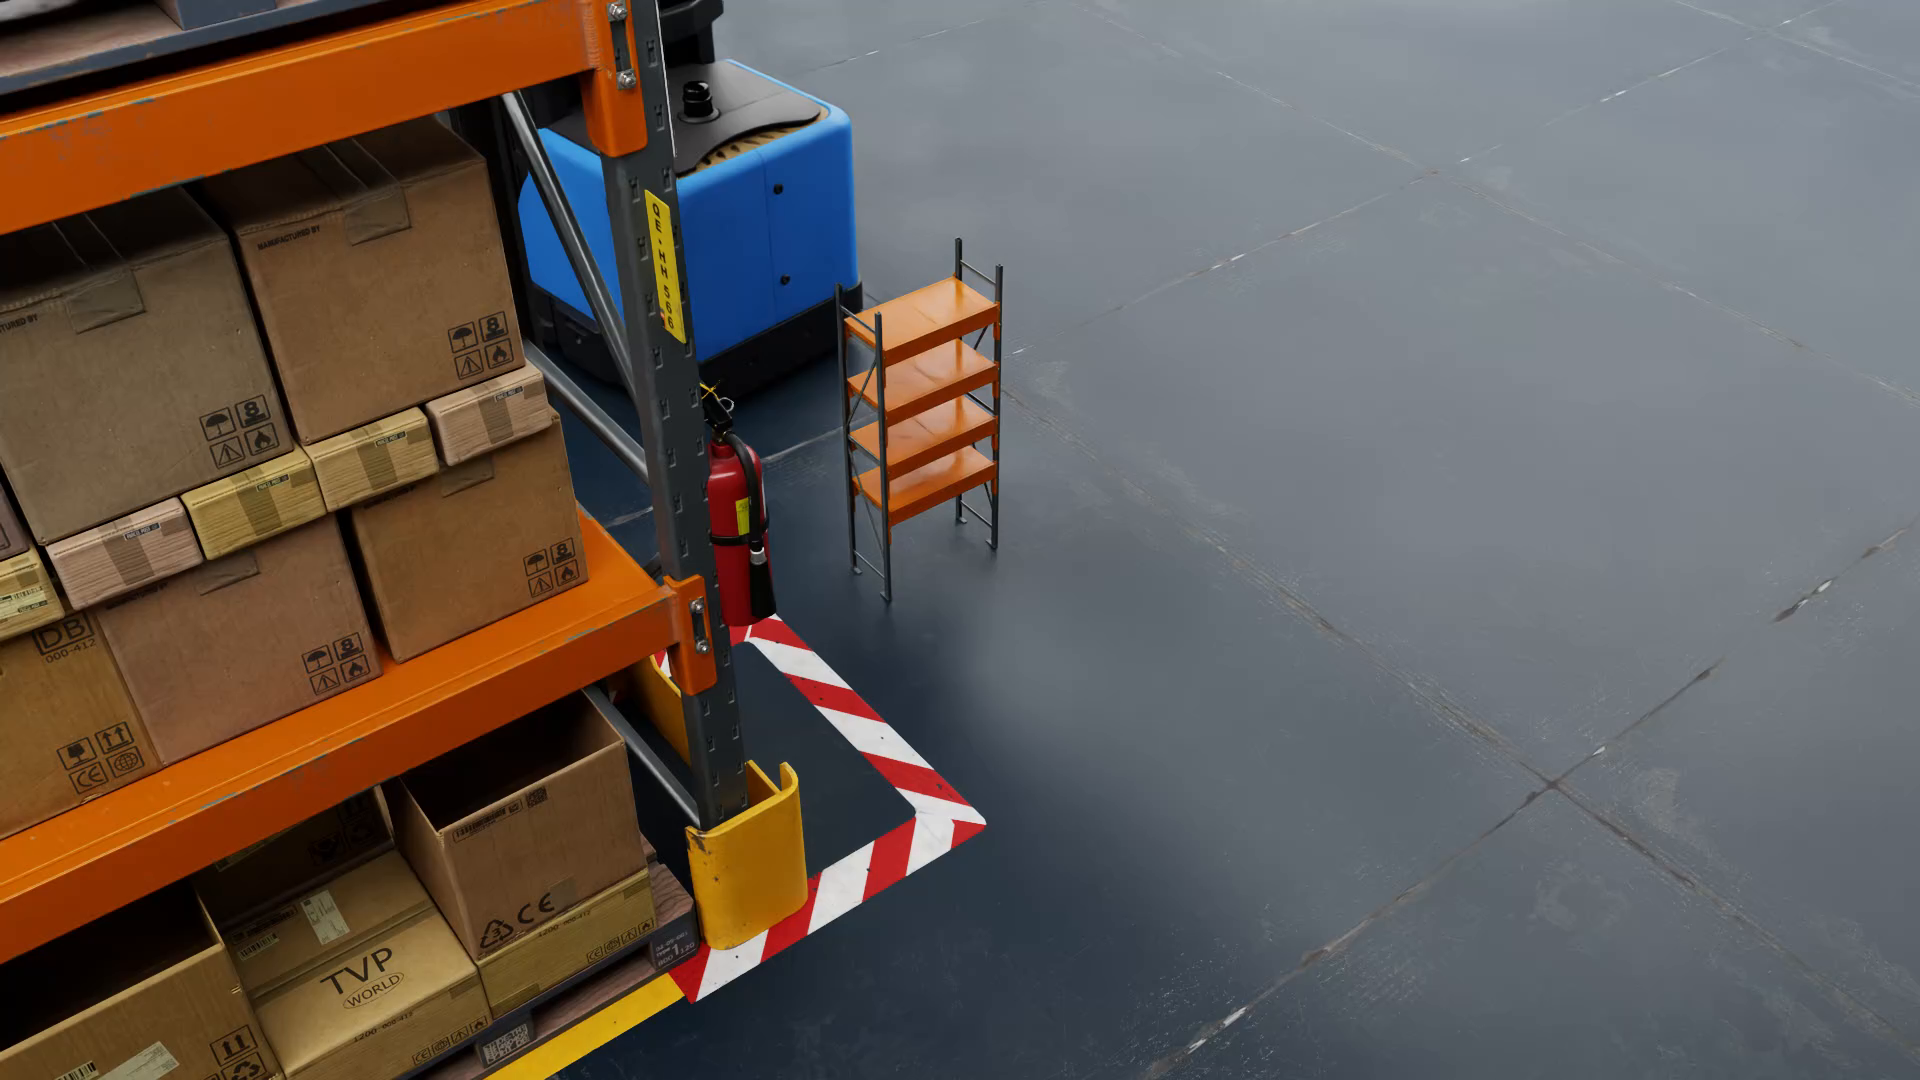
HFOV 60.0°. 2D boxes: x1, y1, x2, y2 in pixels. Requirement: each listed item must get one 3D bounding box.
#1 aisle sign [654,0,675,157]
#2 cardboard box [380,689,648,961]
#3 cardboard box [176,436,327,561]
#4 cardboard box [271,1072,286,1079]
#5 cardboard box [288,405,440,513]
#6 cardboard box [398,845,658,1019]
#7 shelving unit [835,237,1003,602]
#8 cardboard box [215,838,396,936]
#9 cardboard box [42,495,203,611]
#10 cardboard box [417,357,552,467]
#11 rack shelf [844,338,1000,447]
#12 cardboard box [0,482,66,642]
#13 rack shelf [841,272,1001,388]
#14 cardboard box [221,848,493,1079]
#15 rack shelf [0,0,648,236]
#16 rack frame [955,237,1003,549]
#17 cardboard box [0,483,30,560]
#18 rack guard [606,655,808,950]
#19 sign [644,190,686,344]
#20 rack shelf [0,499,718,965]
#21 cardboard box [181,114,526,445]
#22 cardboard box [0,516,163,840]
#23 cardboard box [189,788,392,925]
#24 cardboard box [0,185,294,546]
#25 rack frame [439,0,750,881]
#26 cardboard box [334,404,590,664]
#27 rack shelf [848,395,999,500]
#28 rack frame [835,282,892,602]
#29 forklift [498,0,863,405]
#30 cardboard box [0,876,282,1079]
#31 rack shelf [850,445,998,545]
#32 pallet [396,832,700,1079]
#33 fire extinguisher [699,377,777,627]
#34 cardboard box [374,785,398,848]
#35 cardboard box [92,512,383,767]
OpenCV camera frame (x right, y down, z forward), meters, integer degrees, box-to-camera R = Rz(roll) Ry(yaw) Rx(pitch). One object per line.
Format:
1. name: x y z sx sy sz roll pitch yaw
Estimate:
1. aisle sign: -0.706 -1.191 3.287 0.004 0.787 0.394 -26 46 -28
2. cardboard box: -1.181 0.660 4.326 0.500 0.500 0.500 -26 46 -28
3. cardboard box: -1.533 -0.153 3.481 0.250 0.149 0.380 -27 46 -29
4. cardboard box: -1.967 1.342 4.086 0.500 0.250 0.500 -26 46 -28
5. cardboard box: -1.331 -0.252 3.602 0.250 0.149 0.380 -25 45 -27
6. cardboard box: -1.182 0.949 4.565 0.500 0.250 0.500 -26 46 -28
7. shelving unit: -0.131 -0.400 5.791 0.503 1.200 0.258 -26 46 -28
8. cardboard box: -1.892 0.883 4.645 0.500 0.250 0.500 -26 46 -28
9. cardboard box: -1.734 -0.057 3.364 0.250 0.149 0.380 -25 46 -28
10. cardboard box: -1.124 -0.354 3.726 0.250 0.149 0.380 -27 46 -29
11. rack shelf: -0.131 -0.521 5.692 0.480 0.148 0.258 -26 46 -28
12. cardboard box: -1.942 0.045 3.240 0.250 0.149 0.380 -25 45 -27
13. rack shelf: -0.131 -0.704 5.542 0.480 0.148 0.258 -26 46 -28
14. cardboard box: -1.571 1.148 4.323 0.500 0.250 0.500 -26 46 -28
15. rack shelf: -2.523 -0.417 2.595 4.000 0.370 1.077 -26 46 -28
16. rack frame: 0.062 -0.494 5.906 0.015 1.200 0.240 -26 46 -28
17. cardboard box: -2.170 -0.253 3.091 0.500 0.500 0.700 -26 46 -28
18. rack guard: -0.918 0.649 5.065 0.348 0.500 1.175 -26 46 -28
19. sign: -0.618 -0.569 3.479 0.005 0.325 0.100 -26 46 -28
20. rack shelf: -2.523 0.743 3.546 4.000 0.370 1.077 -26 46 -28
21. cardboard box: -1.357 -0.654 3.580 0.500 0.500 0.700 -26 46 -28
22. cardboard box: -2.126 0.222 3.536 0.500 0.500 0.700 -26 46 -28
23. cardboard box: -1.893 0.592 4.408 0.500 0.500 0.500 -26 46 -28
24. cardboard box: -1.771 -0.448 3.329 0.500 0.500 0.700 -27 47 -29
25. rack frame: -0.937 -0.308 4.260 0.127 3.000 1.000 -26 46 -28
26. cardboard box: -1.315 -0.173 4.017 0.500 0.500 0.700 -26 46 -28
27. rack shelf: -0.131 -0.348 5.834 0.480 0.148 0.258 -26 46 -28
28. rack frame: -0.325 -0.306 5.677 0.015 1.200 0.240 -26 46 -28
29. forklift: -1.821 -2.450 6.925 3.031 2.935 1.130 32 49 33
30. cardboard box: -1.965 1.054 3.846 0.500 0.500 0.500 -26 46 -28
31. rack shelf: -0.131 -0.194 5.960 0.480 0.148 0.258 -26 46 -28
32. pallet: -1.518 1.087 4.759 1.213 0.211 1.003 -26 46 -28
33. fire extinguisher: -0.560 -0.090 4.056 0.183 0.674 0.296 -26 46 -28
34. cardboard box: -1.498 0.688 4.883 0.500 0.250 0.500 -26 46 -28
35. cardboard box: -1.729 0.033 3.766 0.500 0.500 0.700 -25 45 -27
